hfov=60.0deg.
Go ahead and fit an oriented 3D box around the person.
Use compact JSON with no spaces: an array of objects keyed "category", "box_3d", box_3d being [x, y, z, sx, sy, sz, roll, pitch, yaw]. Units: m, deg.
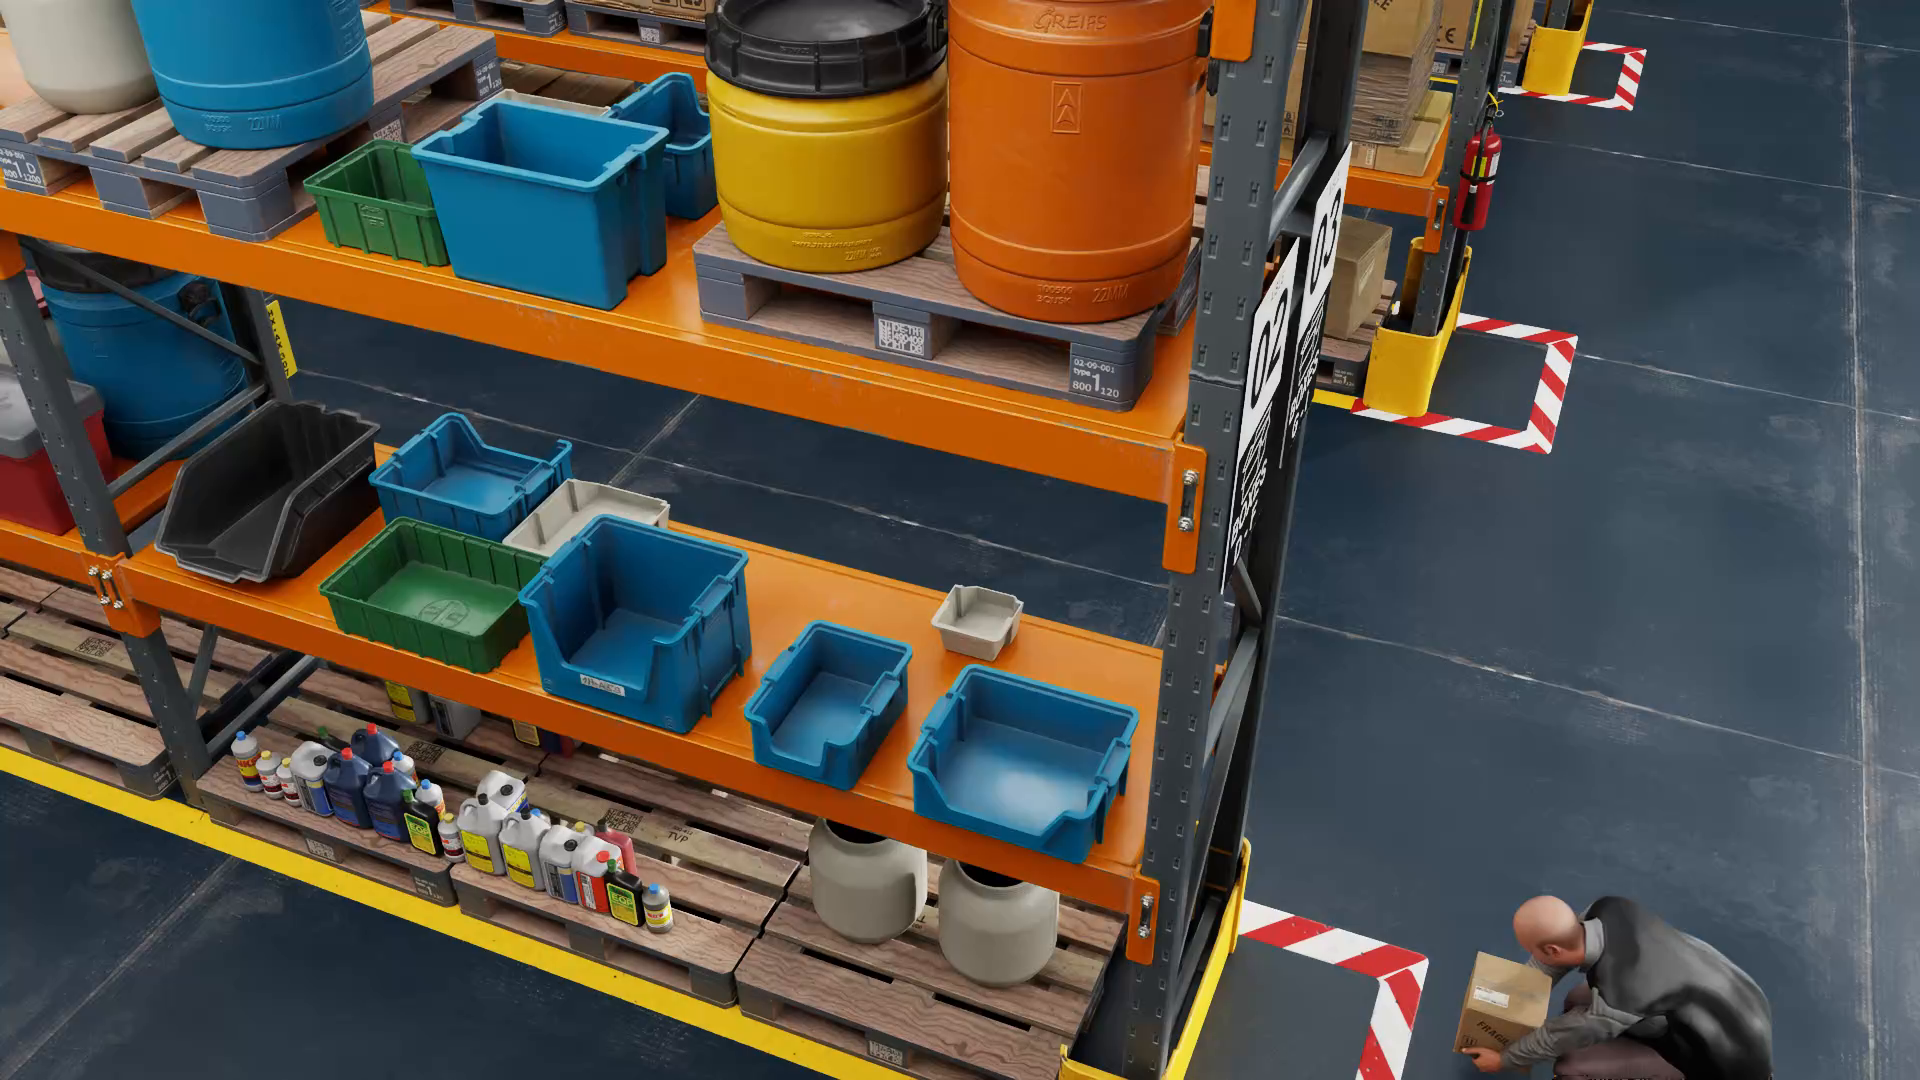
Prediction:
[{"category":"person","box_3d":[2.152,1.567,5.418,0.898,0.961,0.508,13,39,17]}]
